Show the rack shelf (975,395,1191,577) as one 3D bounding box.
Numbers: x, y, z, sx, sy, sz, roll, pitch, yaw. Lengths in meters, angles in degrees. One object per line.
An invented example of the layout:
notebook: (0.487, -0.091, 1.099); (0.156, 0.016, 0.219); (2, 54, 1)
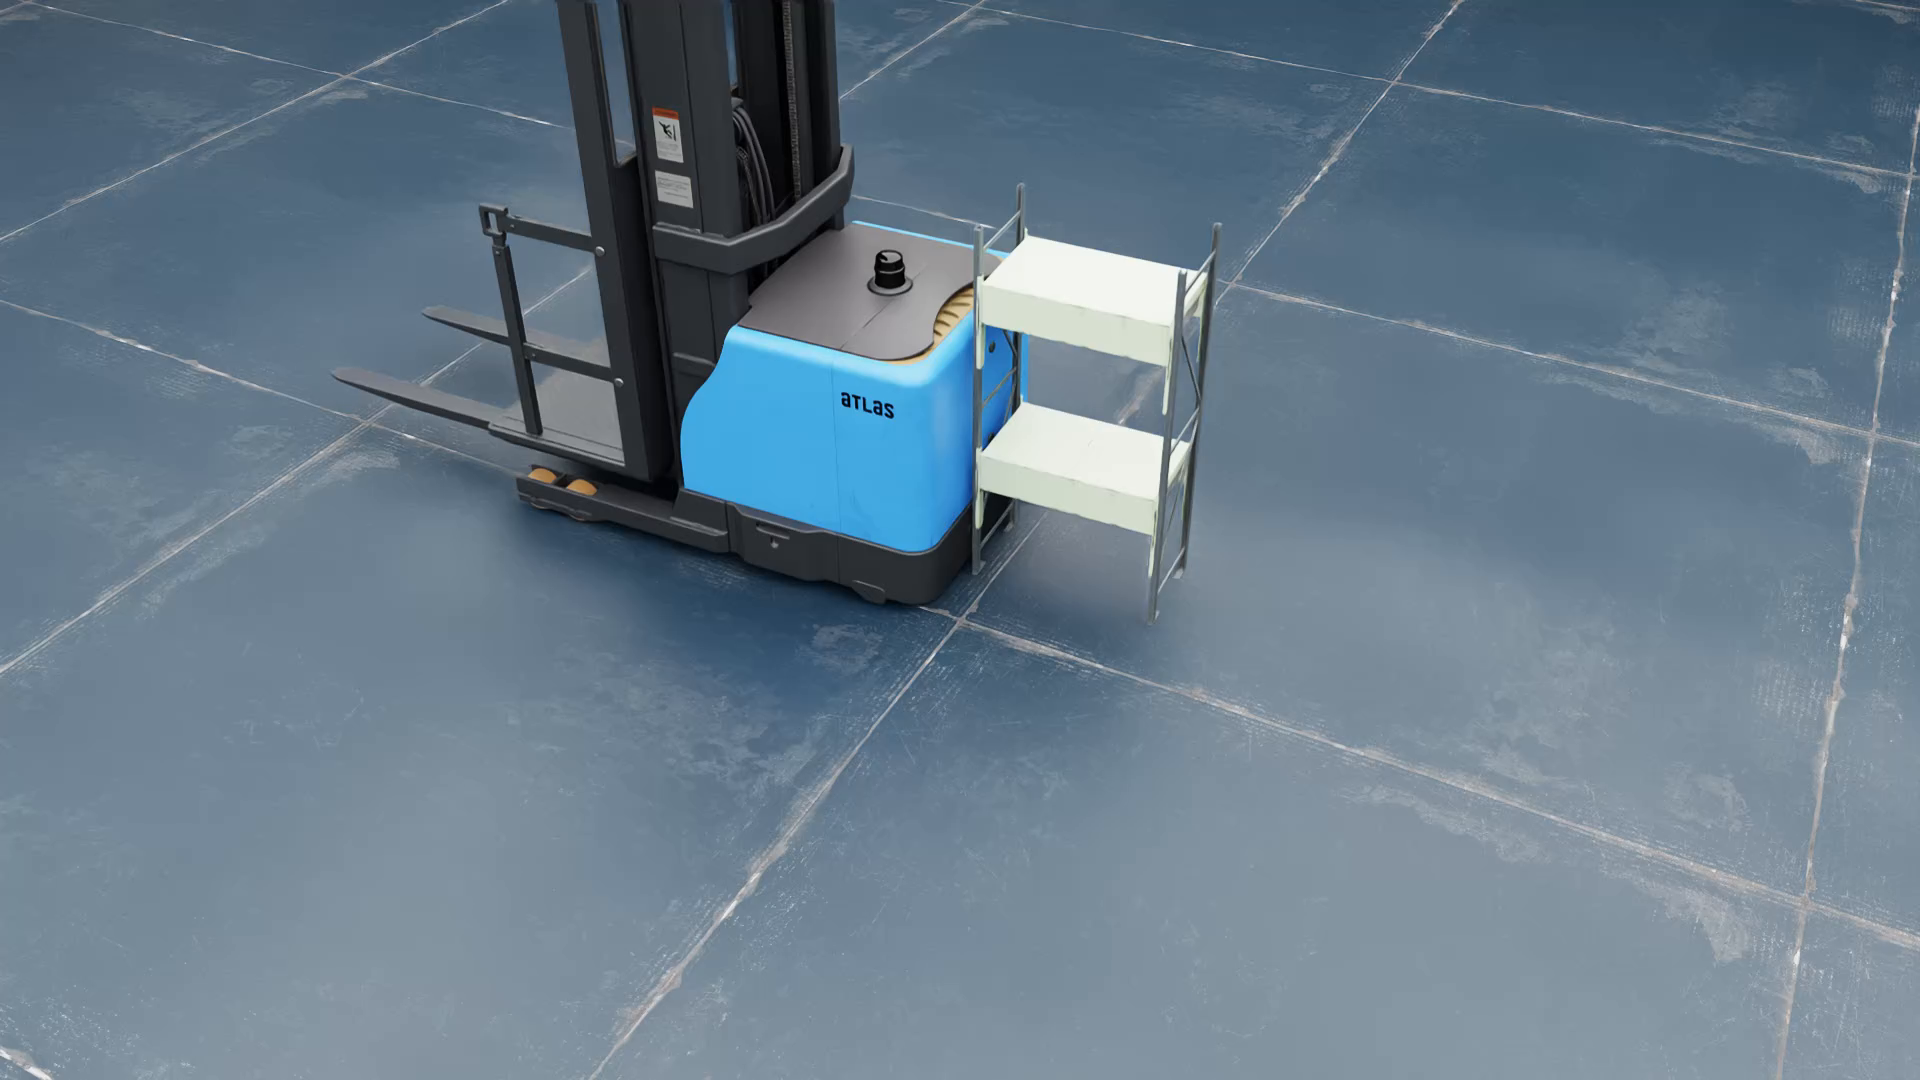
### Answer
rack shelf: (0.473, -0.214, 6.331); (0.720, 0.370, 0.431); (16, 40, 20)

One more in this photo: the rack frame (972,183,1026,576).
rack frame: (0.141, -0.567, 6.257); (0.023, 1.500, 0.400); (16, 40, 20)

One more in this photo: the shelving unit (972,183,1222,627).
shelving unit: (0.473, -0.474, 6.133); (0.755, 1.500, 0.431); (16, 40, 20)

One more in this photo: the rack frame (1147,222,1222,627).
rack frame: (0.804, -0.380, 6.010); (0.023, 1.500, 0.400); (16, 40, 20)

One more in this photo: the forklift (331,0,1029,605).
forklift: (-1.271, -1.519, 6.327); (3.031, 2.935, 1.130); (16, 40, 20)

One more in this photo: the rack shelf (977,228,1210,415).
rack shelf: (0.473, -0.784, 5.897); (0.720, 0.370, 0.431); (16, 40, 20)
